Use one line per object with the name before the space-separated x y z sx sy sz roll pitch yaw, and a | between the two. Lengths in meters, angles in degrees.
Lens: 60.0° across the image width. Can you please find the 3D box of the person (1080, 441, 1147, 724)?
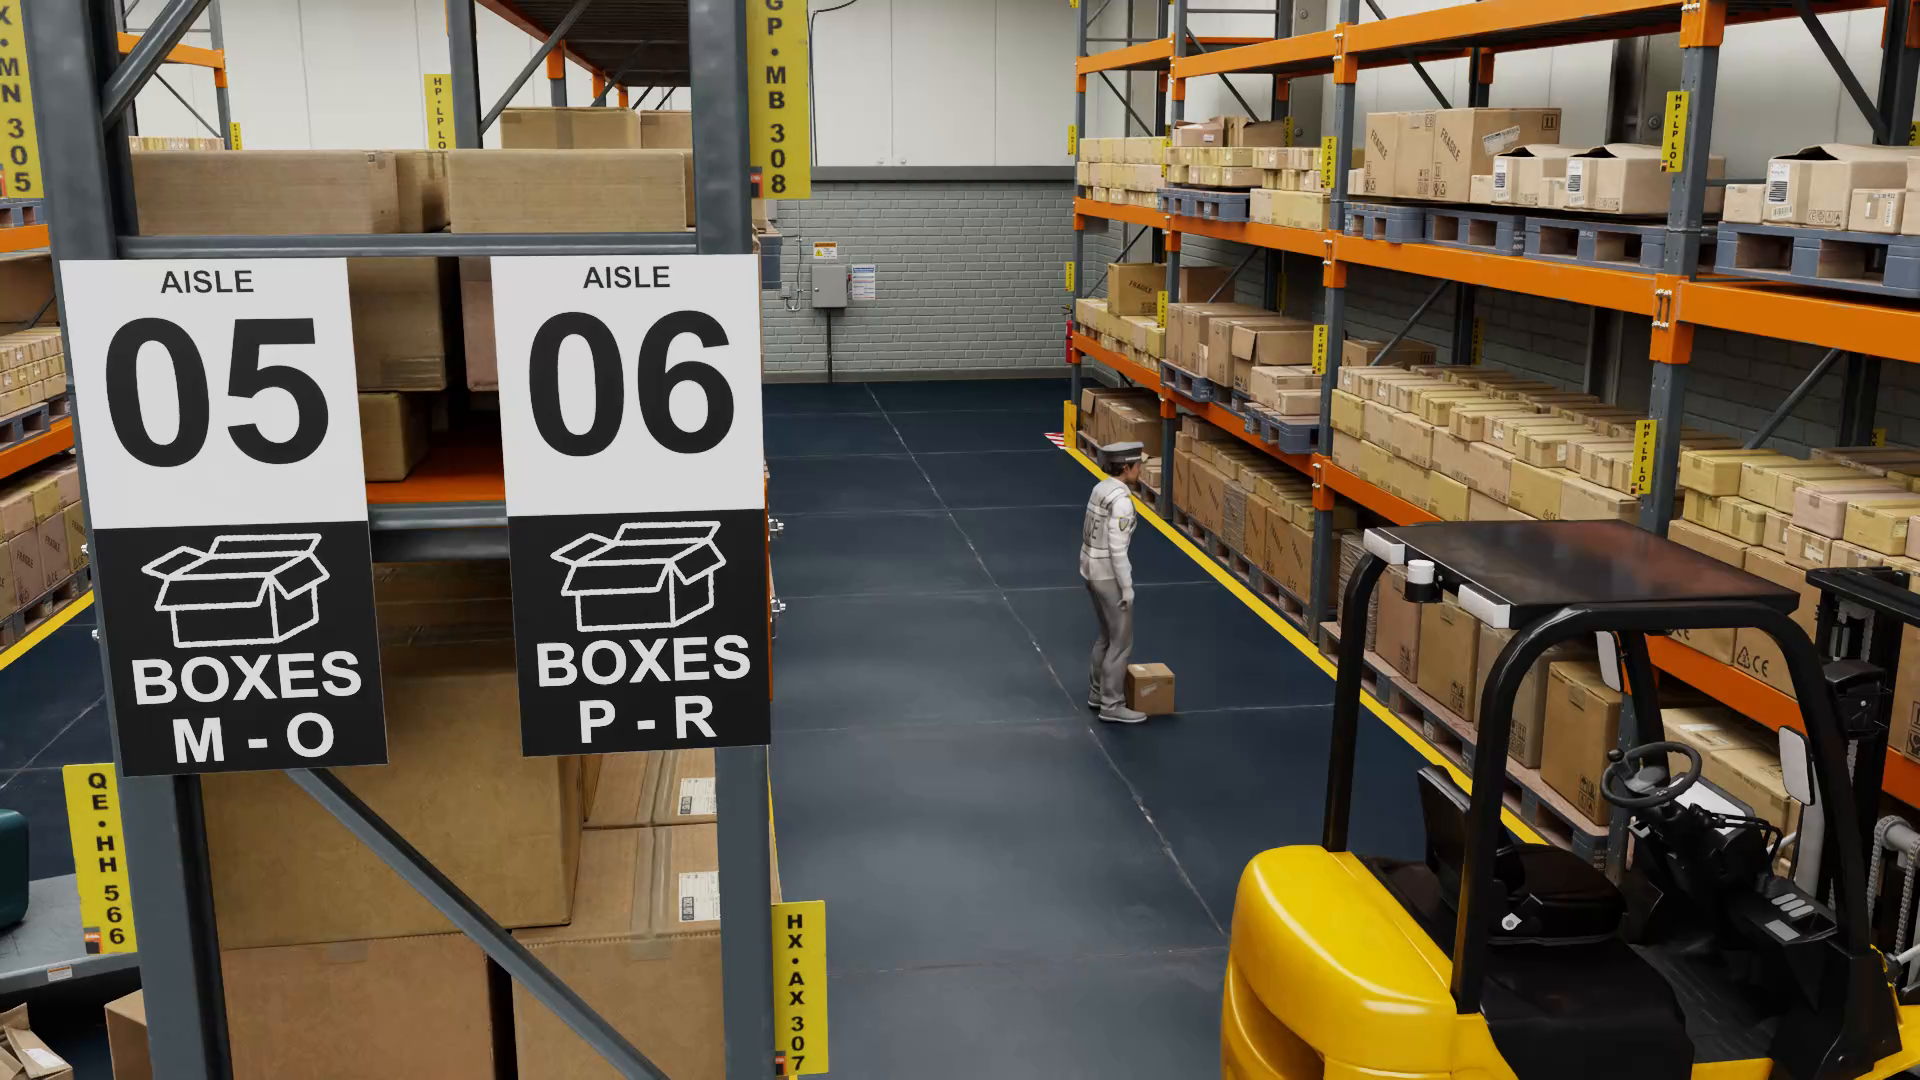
person | 0.917 0.238 9.975 0.375 1.662 0.531 -3 14 -11
